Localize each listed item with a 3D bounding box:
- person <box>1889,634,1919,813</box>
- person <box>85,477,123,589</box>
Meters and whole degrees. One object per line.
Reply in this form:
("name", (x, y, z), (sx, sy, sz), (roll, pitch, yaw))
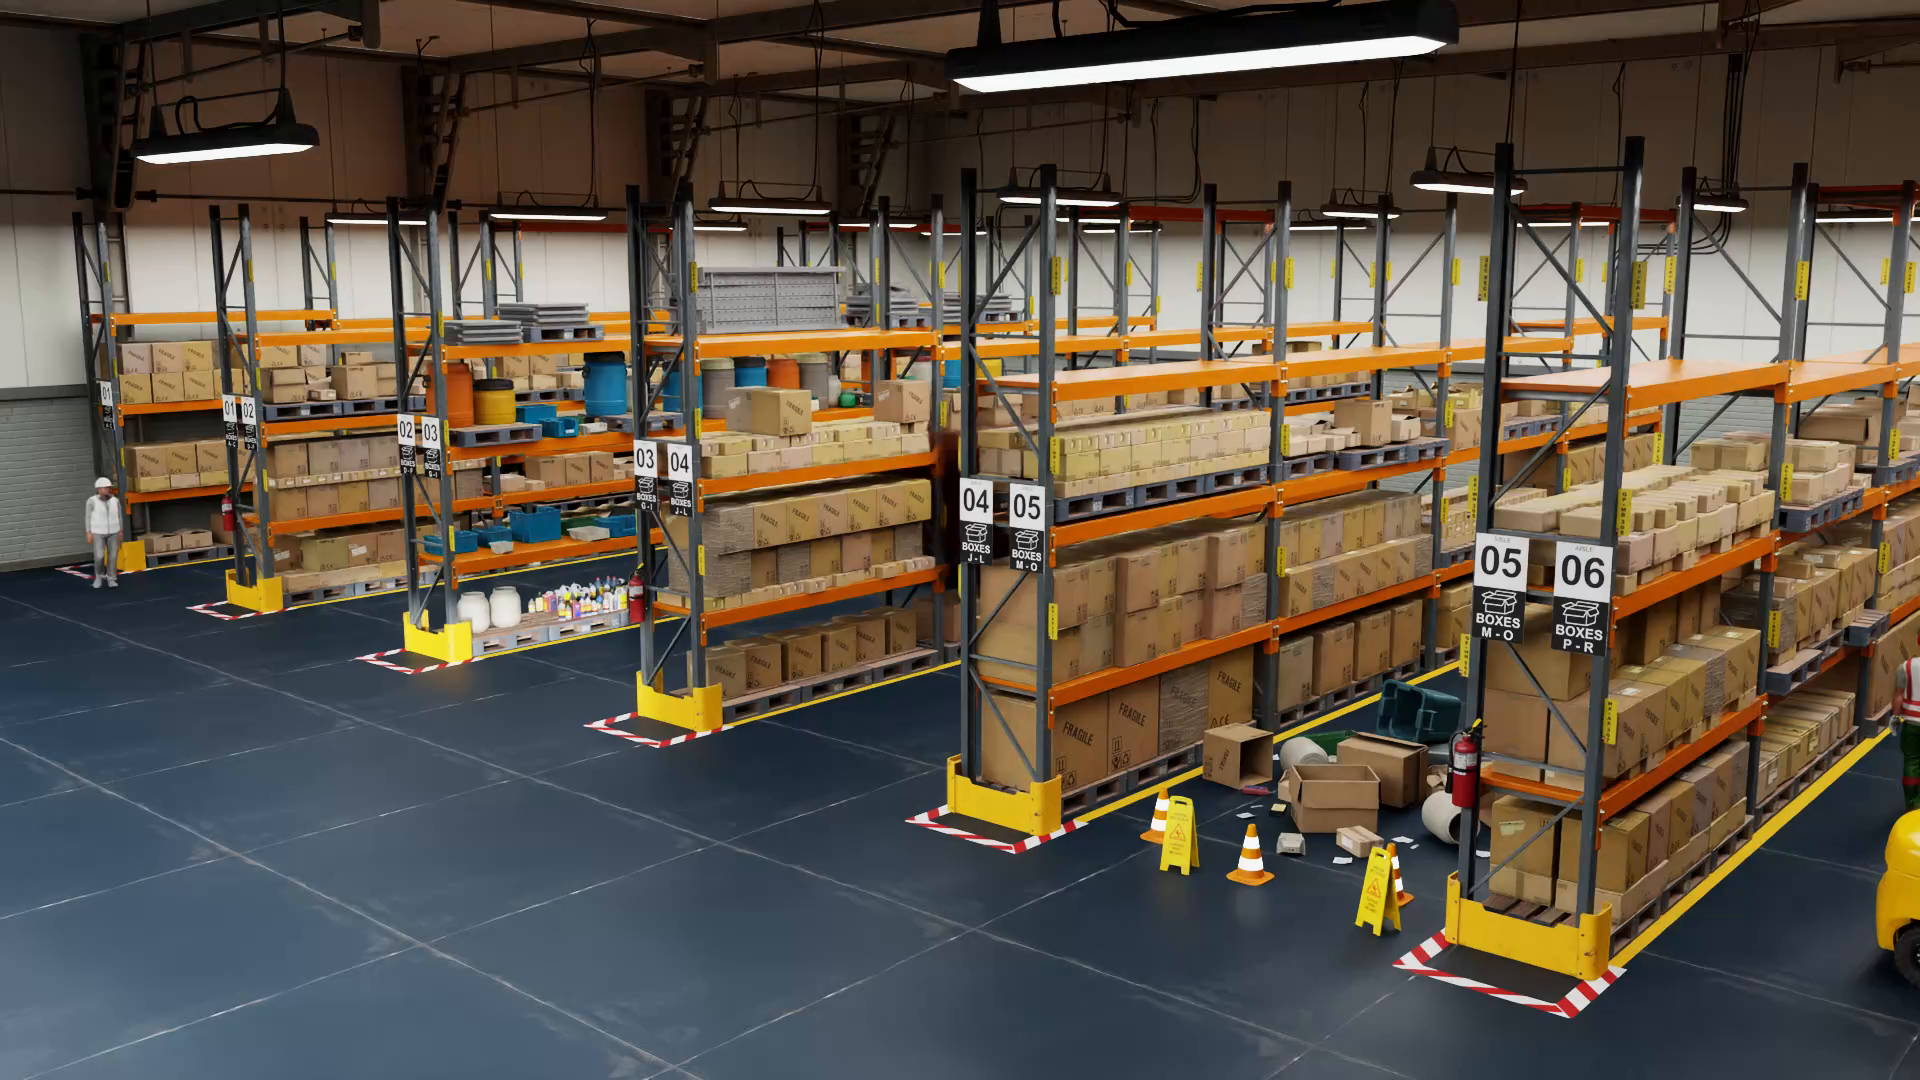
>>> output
("person", (9.046, 1.721, 15.605), (0.573, 1.787, 0.551), (8, 13, 41))
("person", (-13.620, -0.111, 26.512), (0.427, 1.782, 0.566), (9, 13, 43))
